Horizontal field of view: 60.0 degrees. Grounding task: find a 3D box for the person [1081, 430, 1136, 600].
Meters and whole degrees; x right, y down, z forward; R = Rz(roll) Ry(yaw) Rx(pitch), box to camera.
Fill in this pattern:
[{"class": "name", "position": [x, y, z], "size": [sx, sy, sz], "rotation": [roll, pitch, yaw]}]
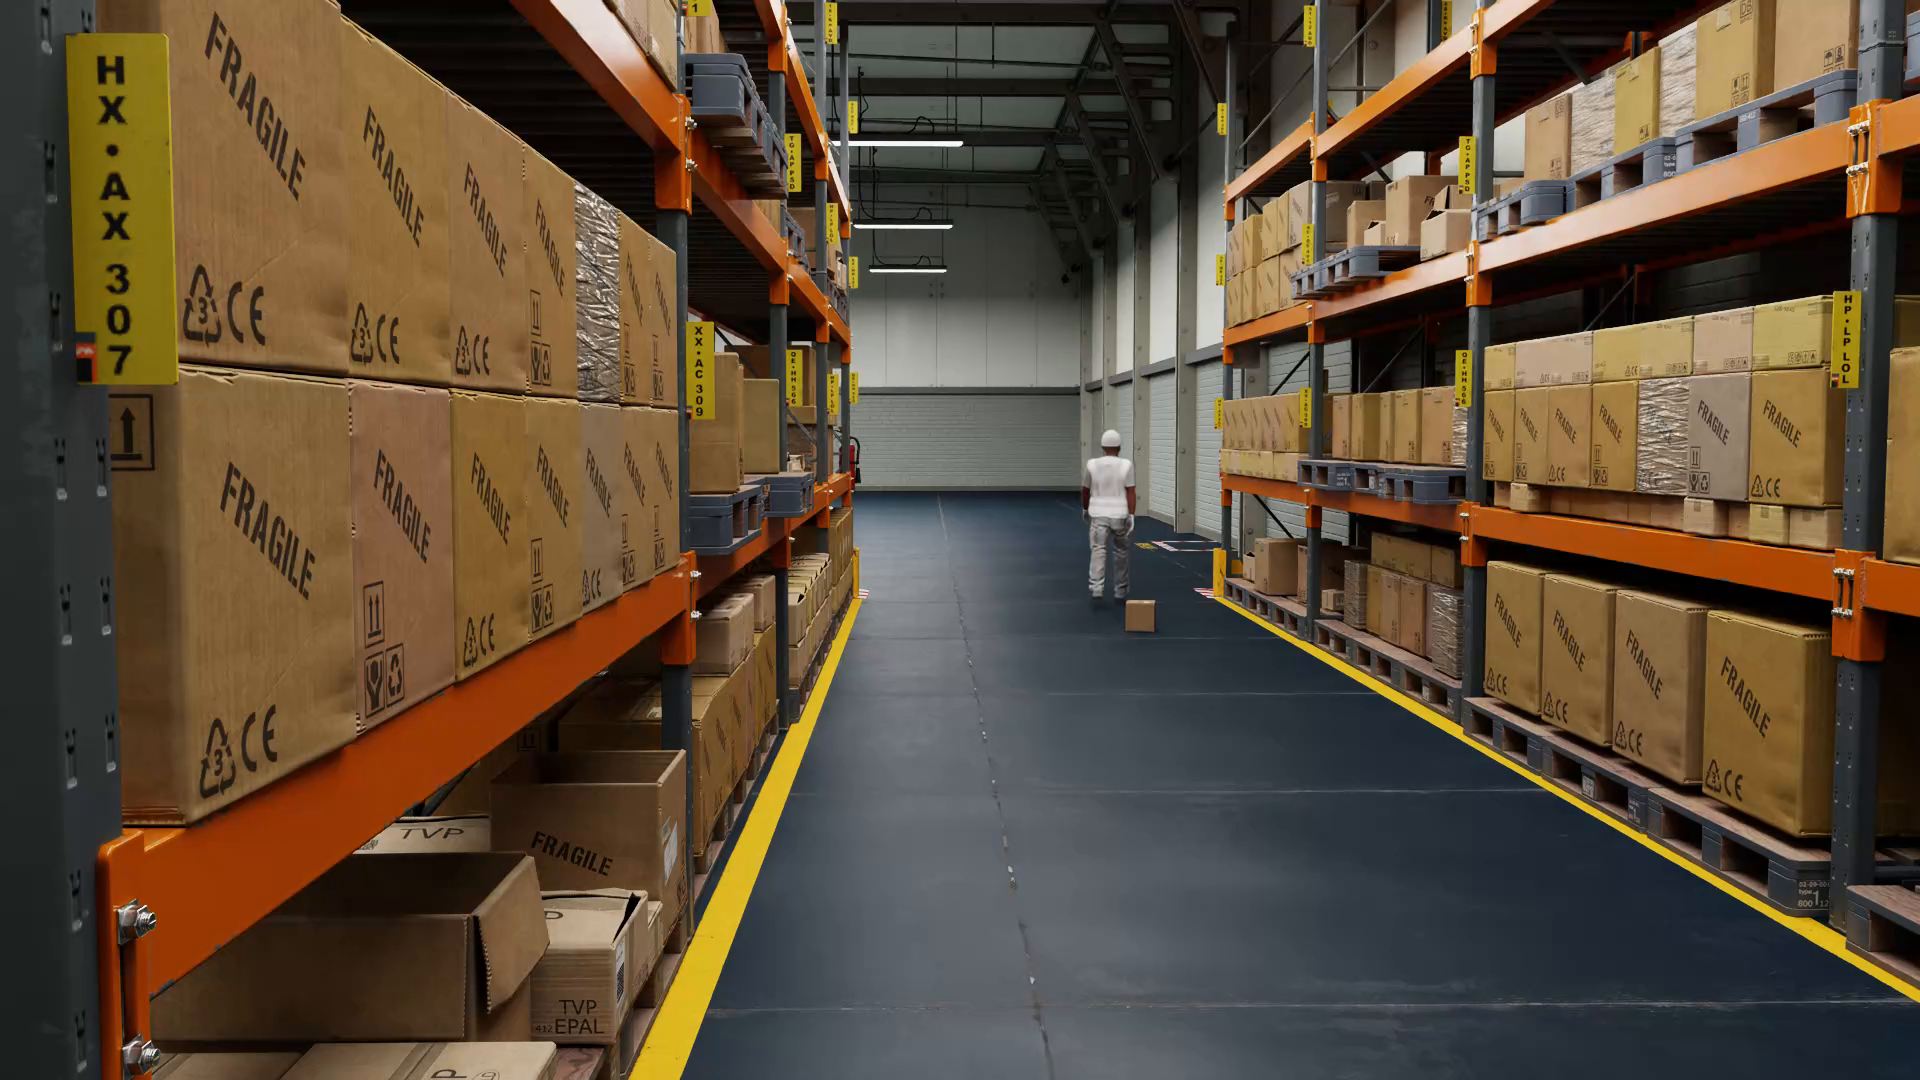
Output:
[{"class": "person", "position": [1.509, -0.248, 16.875], "size": [0.566, 1.738, 1.077], "rotation": [1, 4, 9]}]
